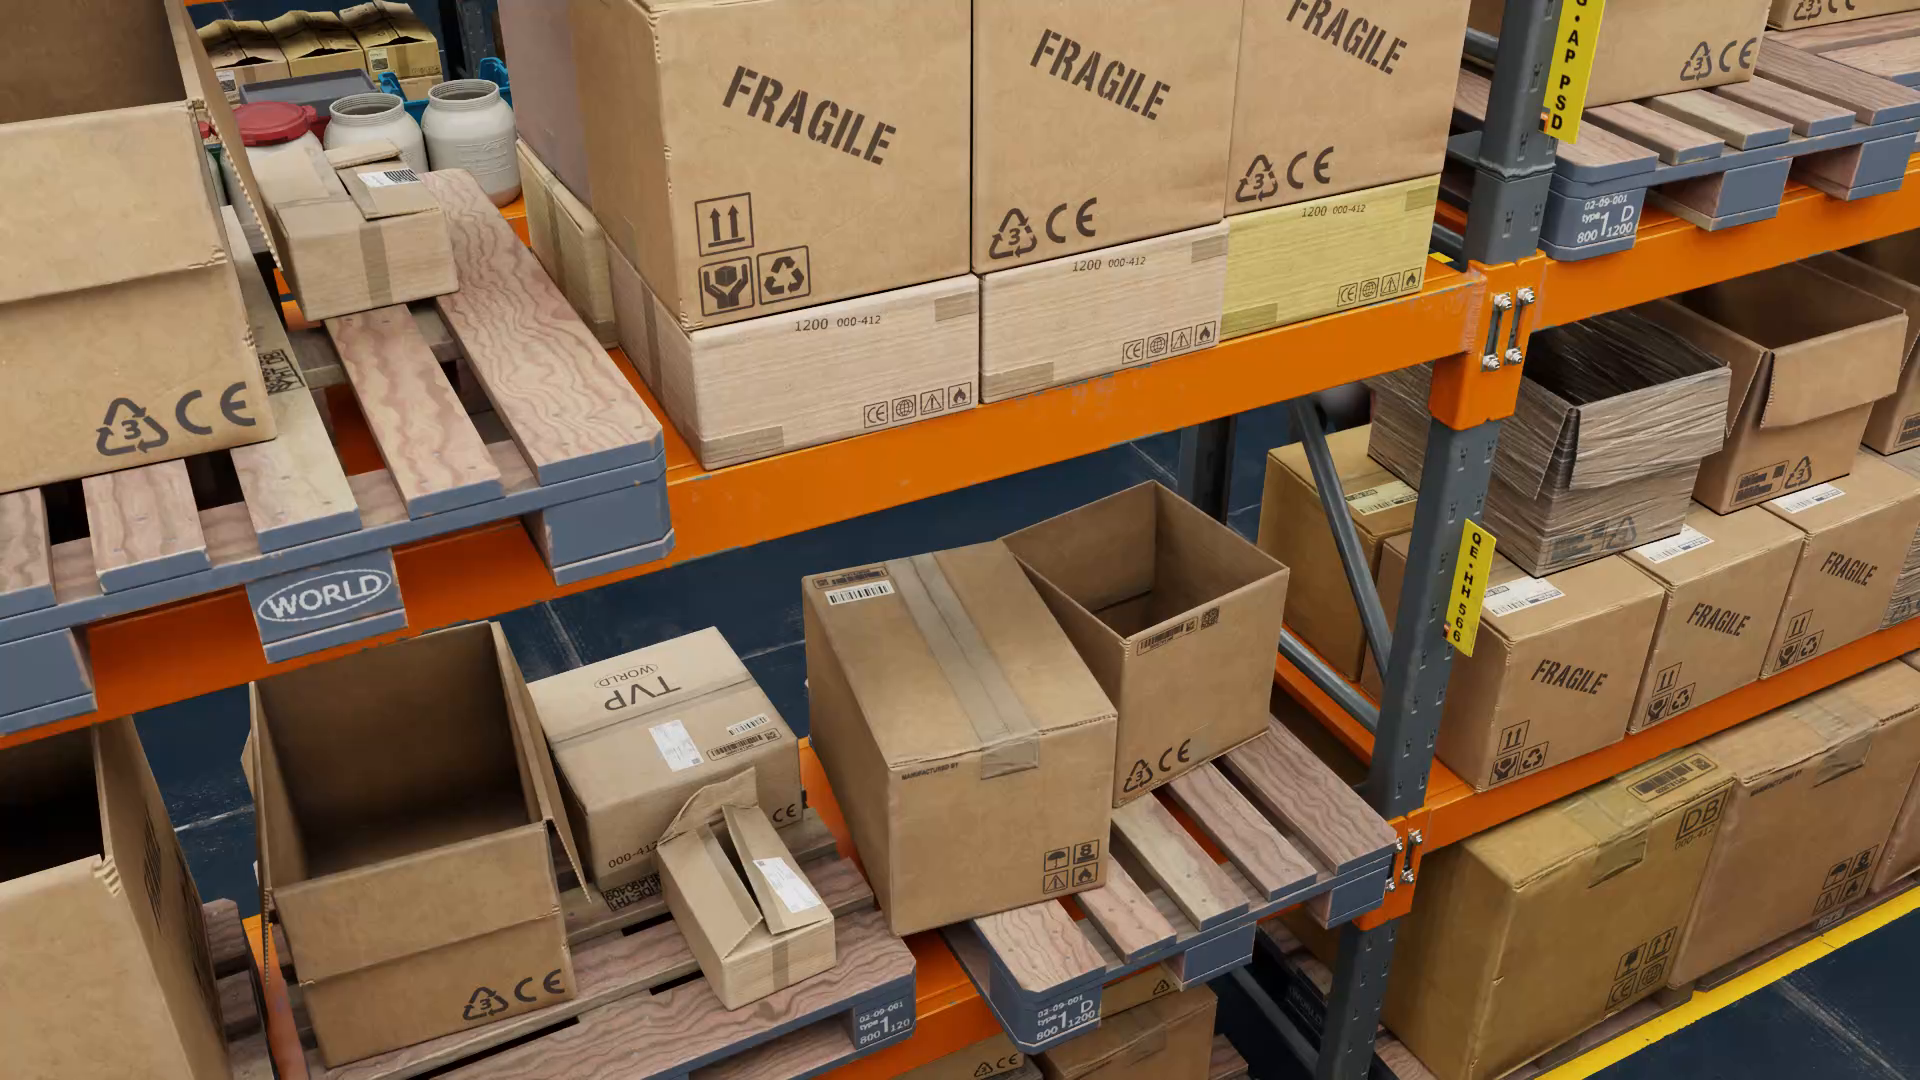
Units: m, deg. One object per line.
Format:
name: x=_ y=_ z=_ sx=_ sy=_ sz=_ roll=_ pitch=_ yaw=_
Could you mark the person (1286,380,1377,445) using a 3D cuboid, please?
person: x=1.572 y=-0.612 z=7.050 sx=0.475 sy=1.660 sz=0.438 roll=22 pitch=39 yaw=30
